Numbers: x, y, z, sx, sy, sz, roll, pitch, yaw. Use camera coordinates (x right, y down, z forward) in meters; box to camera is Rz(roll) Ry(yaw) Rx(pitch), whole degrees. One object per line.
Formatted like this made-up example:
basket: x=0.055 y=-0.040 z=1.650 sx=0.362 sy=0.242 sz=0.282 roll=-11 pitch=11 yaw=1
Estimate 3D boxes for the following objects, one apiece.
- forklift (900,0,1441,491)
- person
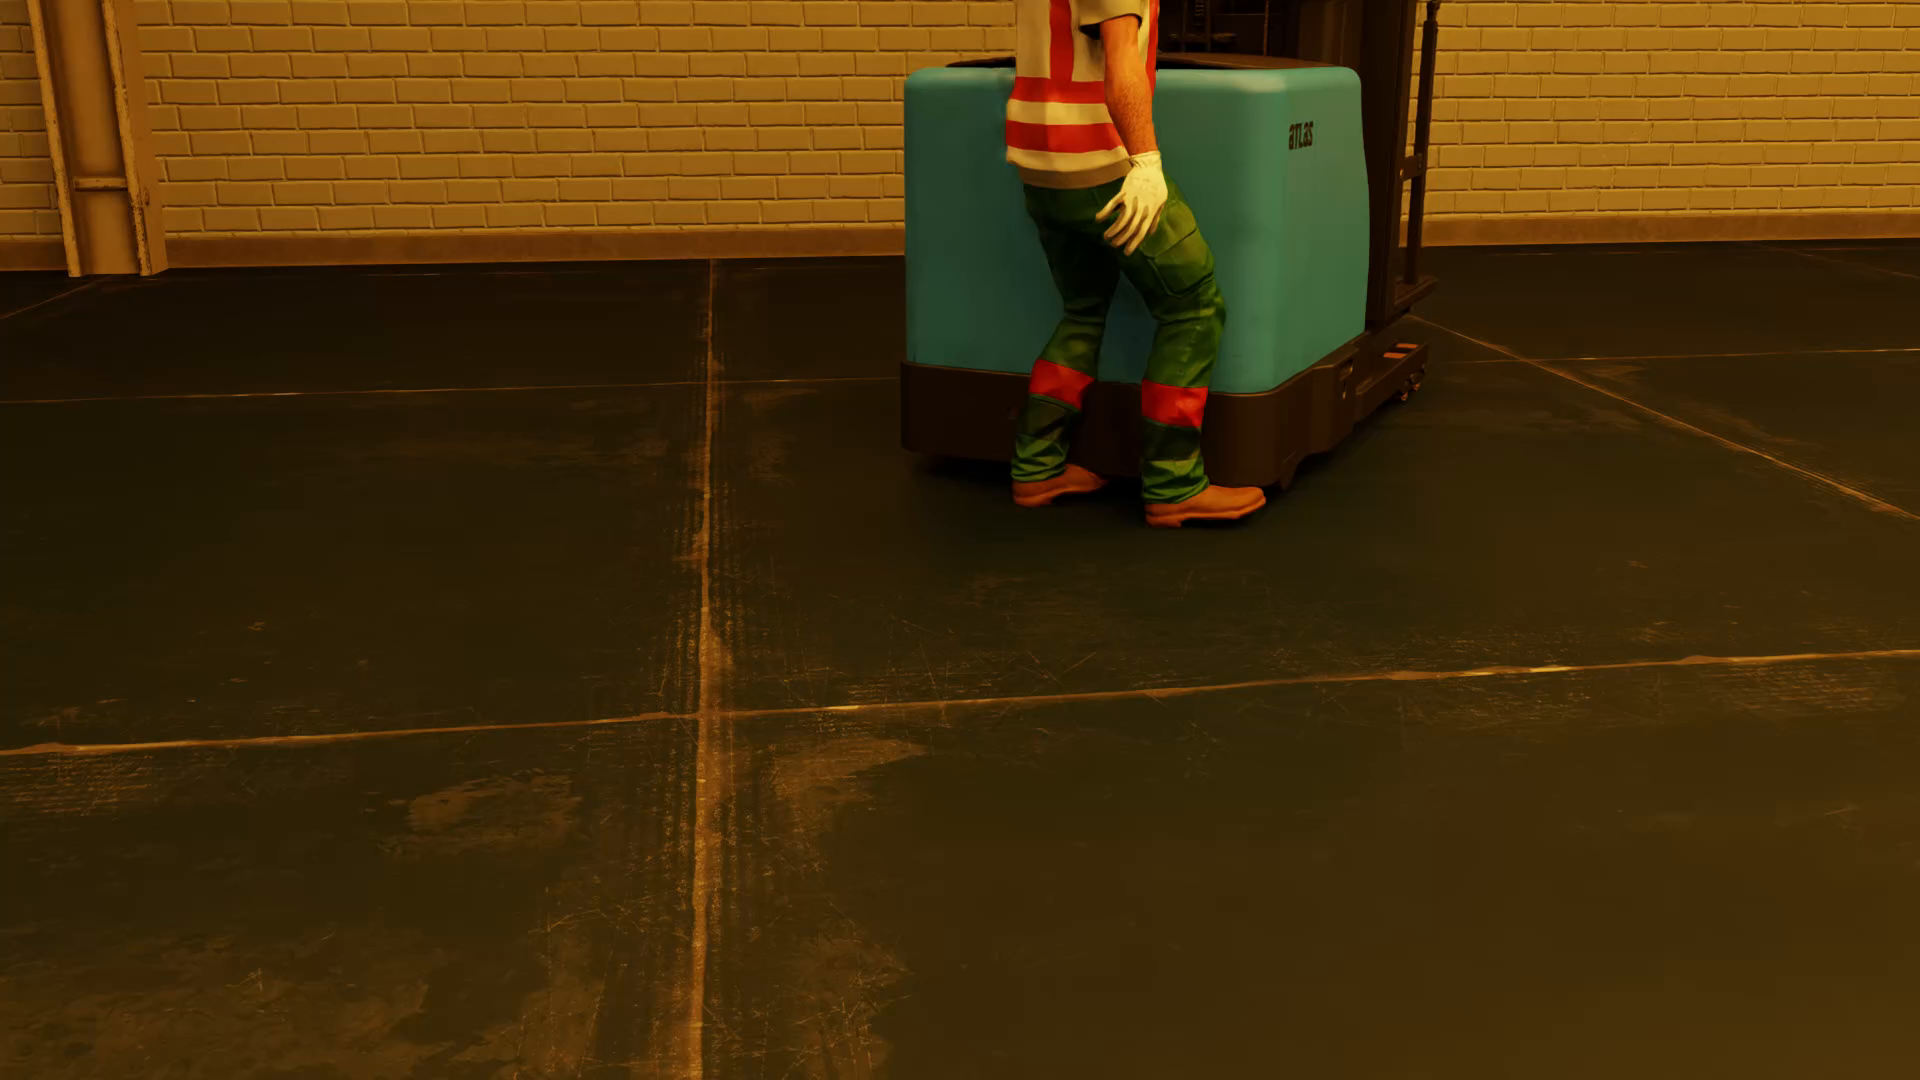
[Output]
forklift: x=0.945 y=-1.907 z=5.215 sx=1.130 sy=2.935 sz=3.031 roll=8 pitch=19 yaw=25
person: x=0.412 y=-0.891 z=3.944 sx=0.559 sy=1.735 sz=0.741 roll=-7 pitch=18 yaw=-23
